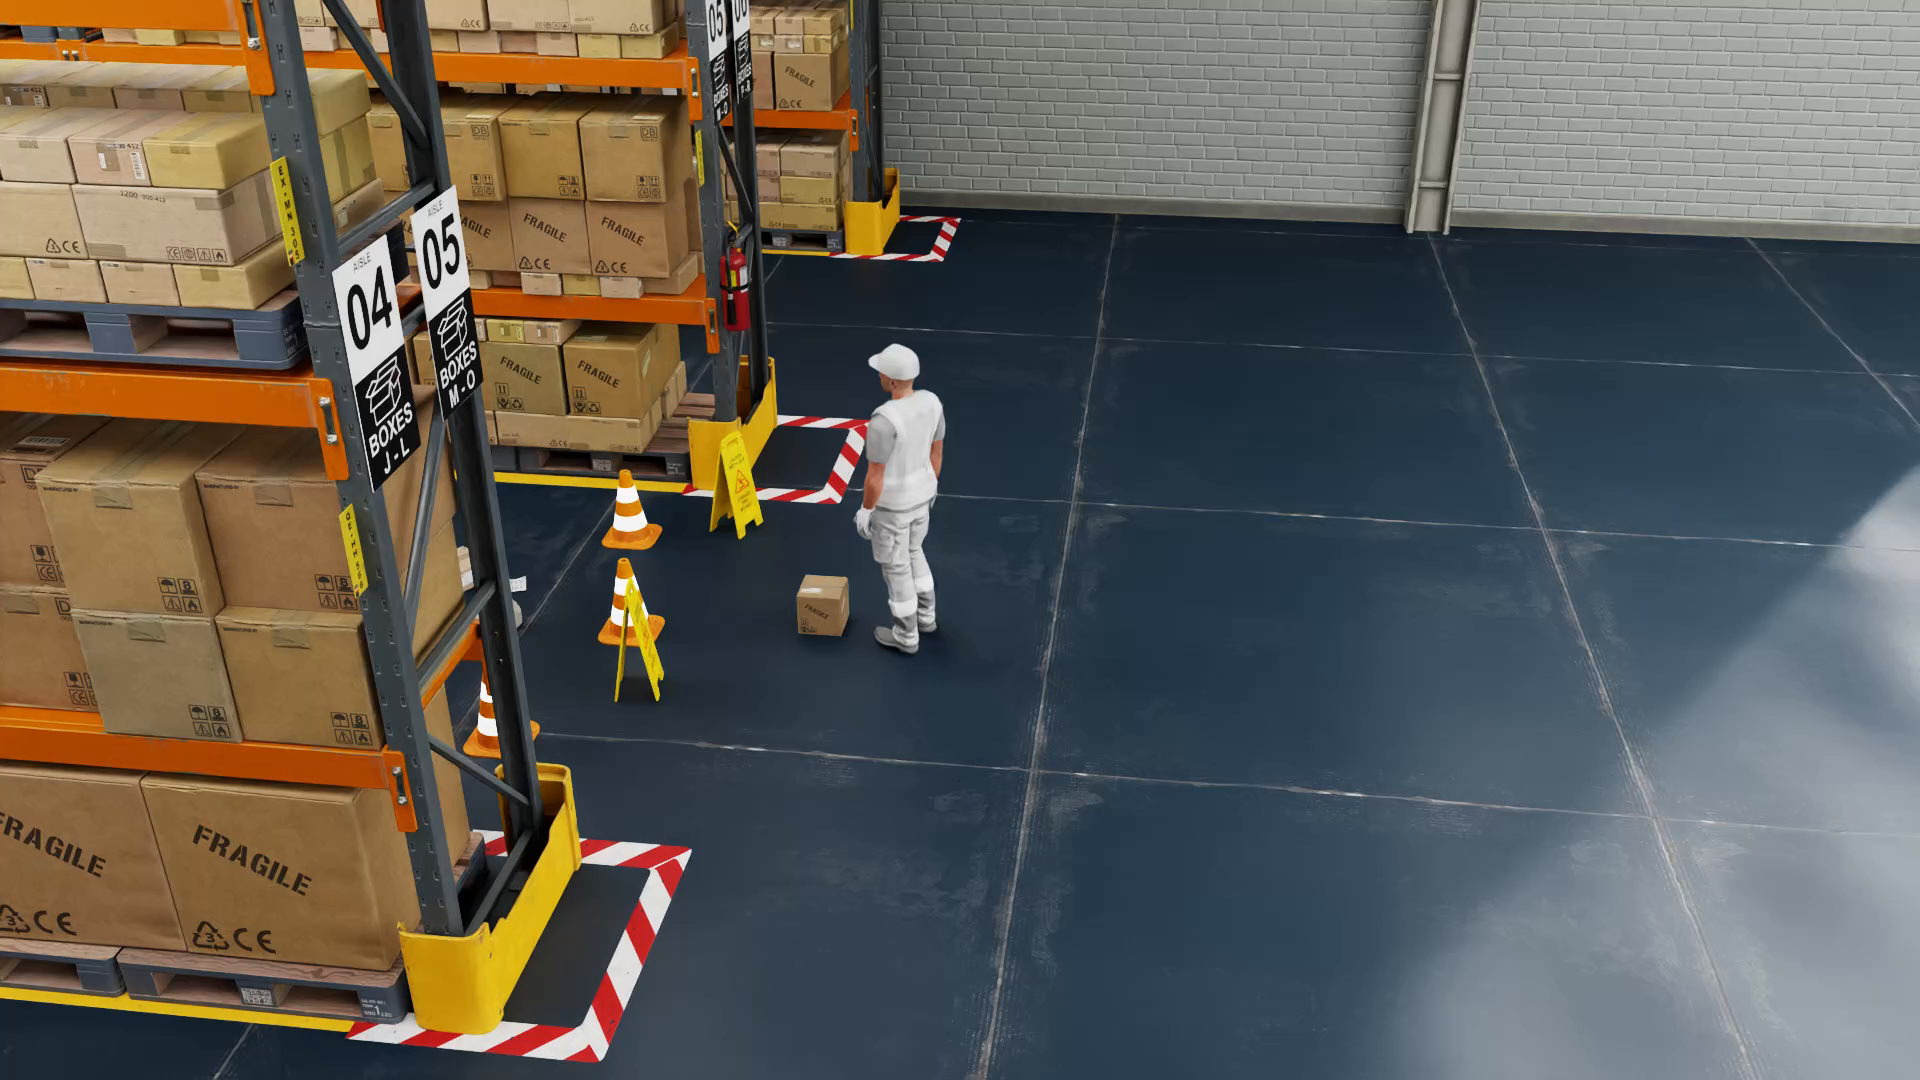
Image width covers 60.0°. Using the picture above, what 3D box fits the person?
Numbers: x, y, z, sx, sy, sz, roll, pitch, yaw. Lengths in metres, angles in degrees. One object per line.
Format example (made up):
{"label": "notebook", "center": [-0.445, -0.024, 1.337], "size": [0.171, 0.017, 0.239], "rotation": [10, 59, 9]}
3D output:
{"label": "person", "center": [-0.314, -0.220, 9.004], "size": [0.338, 1.804, 0.608], "rotation": [21, 34, 33]}
